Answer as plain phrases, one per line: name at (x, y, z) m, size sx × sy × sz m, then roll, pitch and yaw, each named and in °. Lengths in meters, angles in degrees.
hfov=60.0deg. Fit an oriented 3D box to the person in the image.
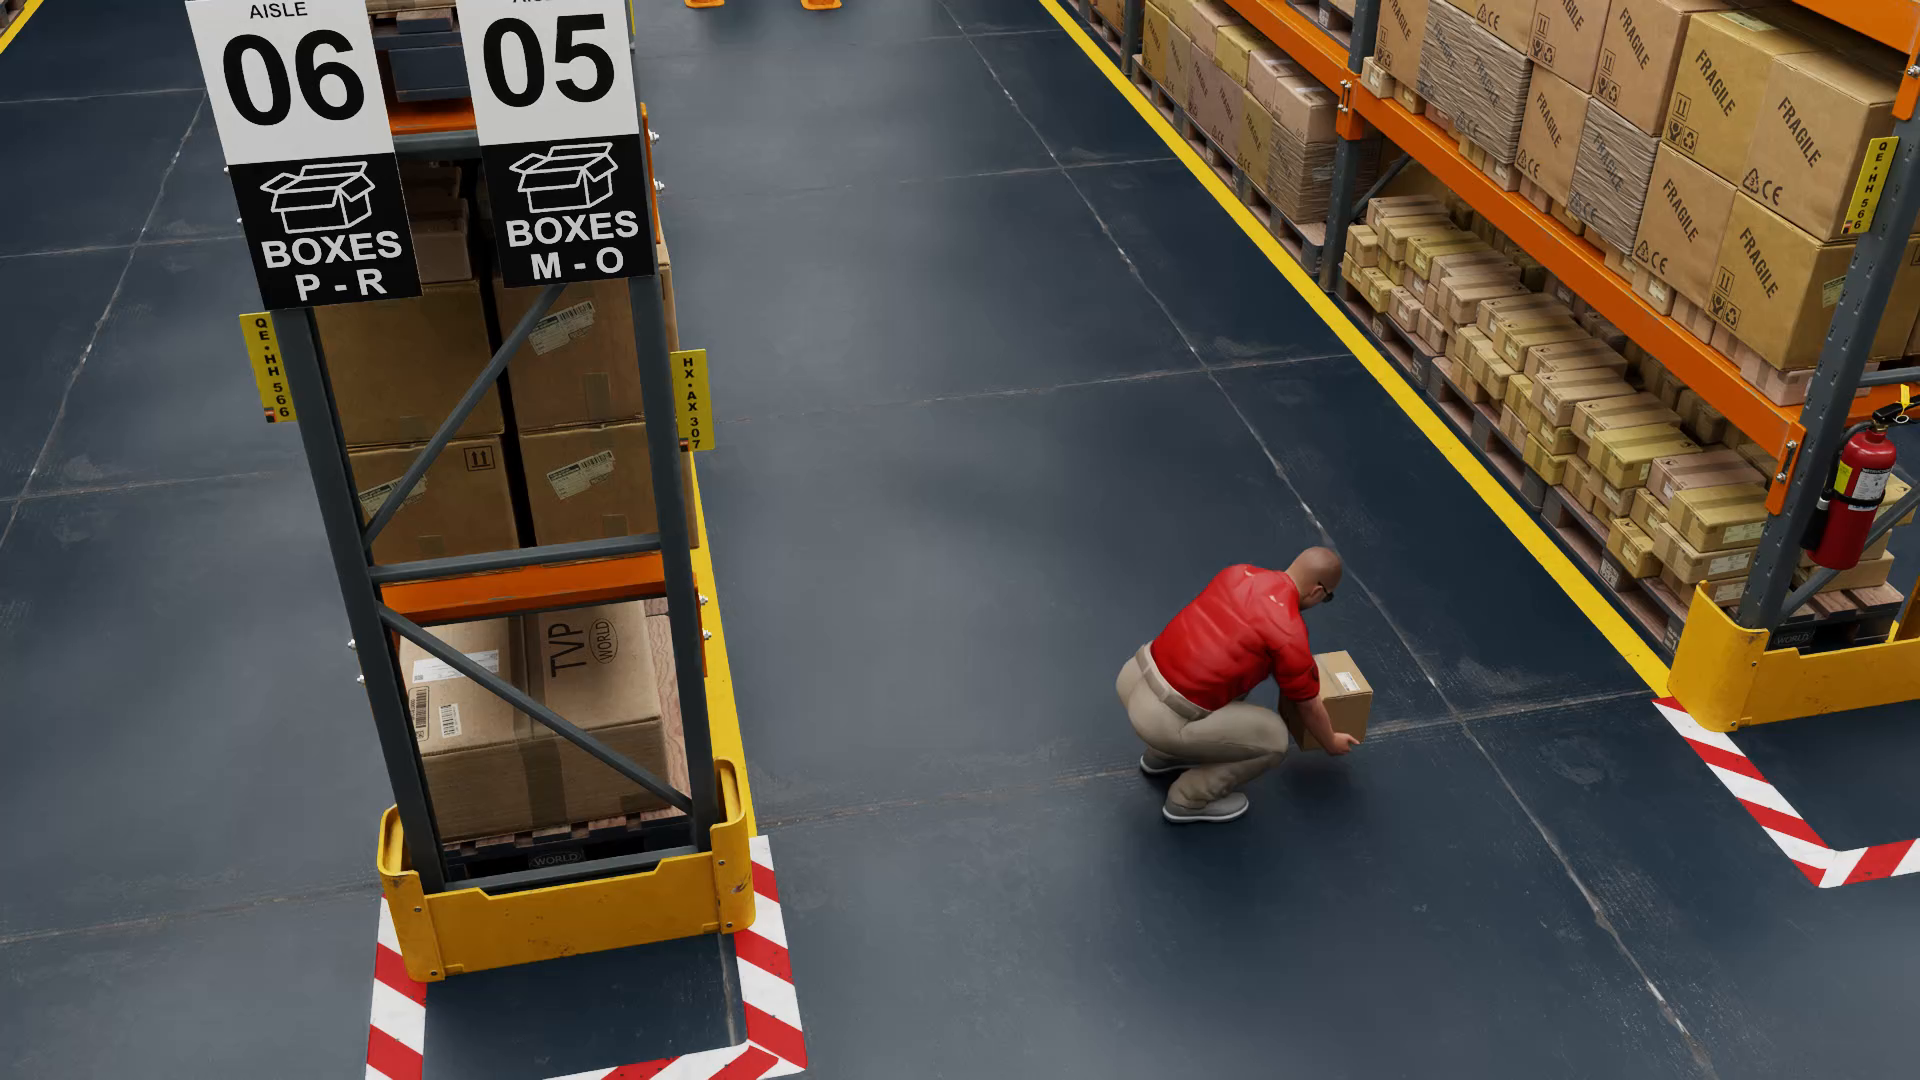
person at (1.012, 0.502, 6.089) m, size 0.886 × 0.983 × 0.569 m, roll -7°, pitch 35°, yaw -11°
